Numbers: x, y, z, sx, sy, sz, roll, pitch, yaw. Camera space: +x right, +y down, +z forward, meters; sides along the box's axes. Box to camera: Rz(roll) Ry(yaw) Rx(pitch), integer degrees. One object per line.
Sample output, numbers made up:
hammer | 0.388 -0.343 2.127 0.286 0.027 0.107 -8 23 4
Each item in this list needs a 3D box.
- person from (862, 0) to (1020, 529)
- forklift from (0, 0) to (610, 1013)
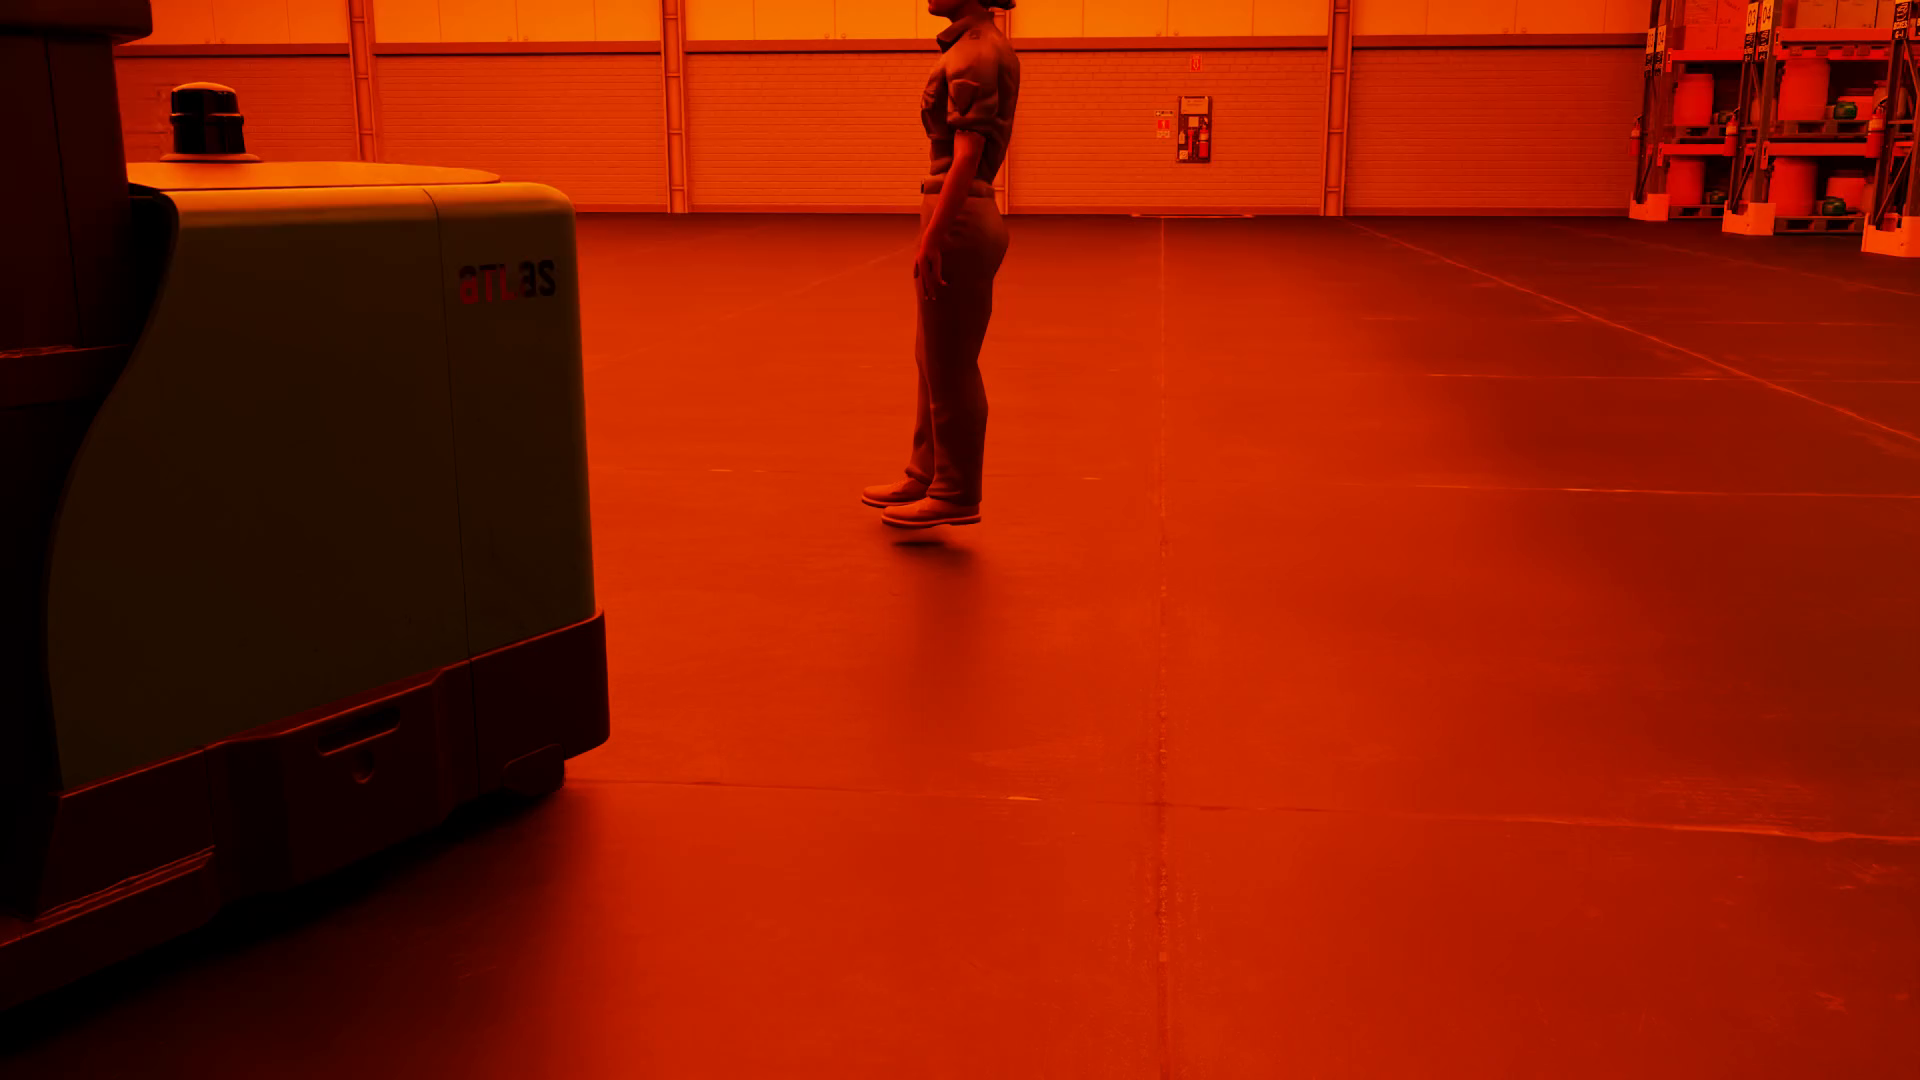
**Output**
person | -0.085 -0.858 4.776 0.503 1.655 0.570 2 13 7
forklift | -1.845 -0.768 1.795 1.130 2.935 3.031 8 15 31
